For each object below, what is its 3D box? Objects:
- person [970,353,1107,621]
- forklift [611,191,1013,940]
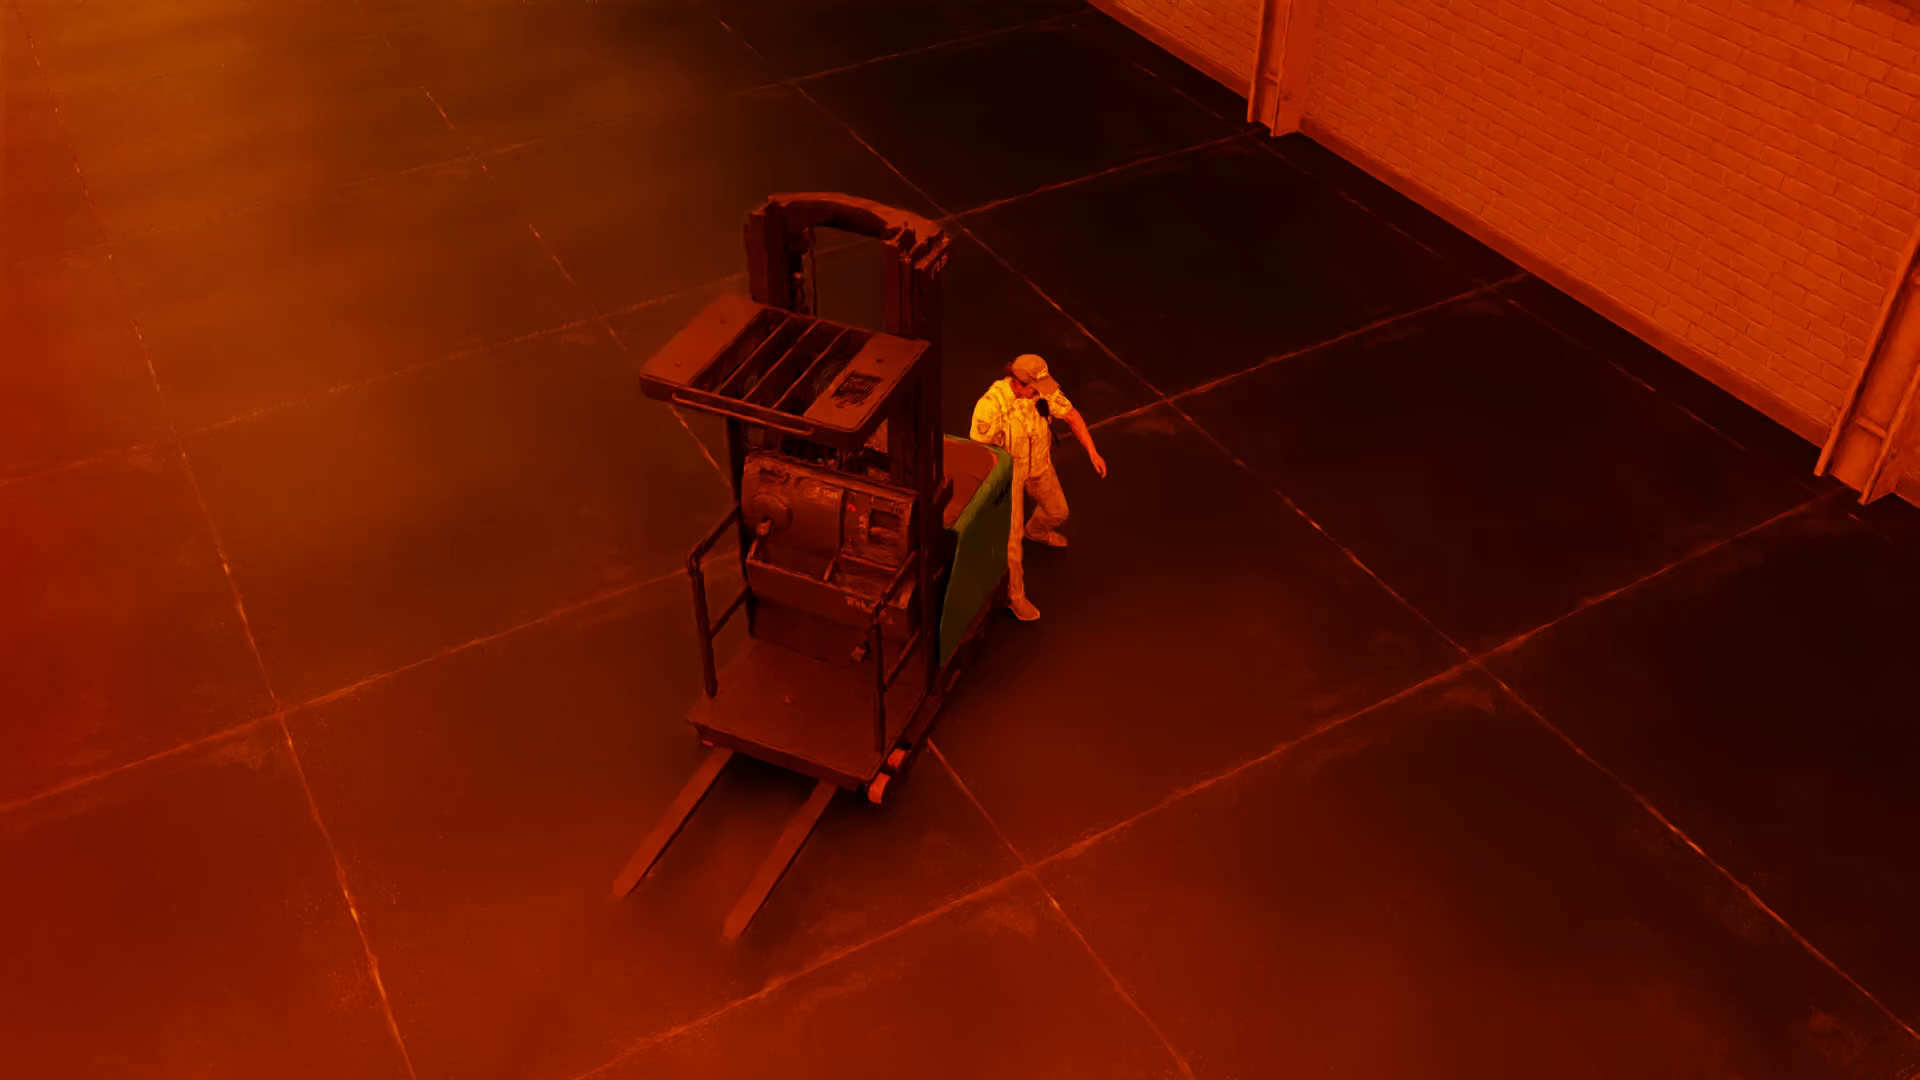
[{"bbox_3d":[0.431,-0.351,9.579,0.764,1.594,0.775,-20,44,-22],"label":"person"},{"bbox_3d":[-0.750,-0.067,8.117,1.130,2.935,3.031,16,42,18],"label":"forklift"}]
